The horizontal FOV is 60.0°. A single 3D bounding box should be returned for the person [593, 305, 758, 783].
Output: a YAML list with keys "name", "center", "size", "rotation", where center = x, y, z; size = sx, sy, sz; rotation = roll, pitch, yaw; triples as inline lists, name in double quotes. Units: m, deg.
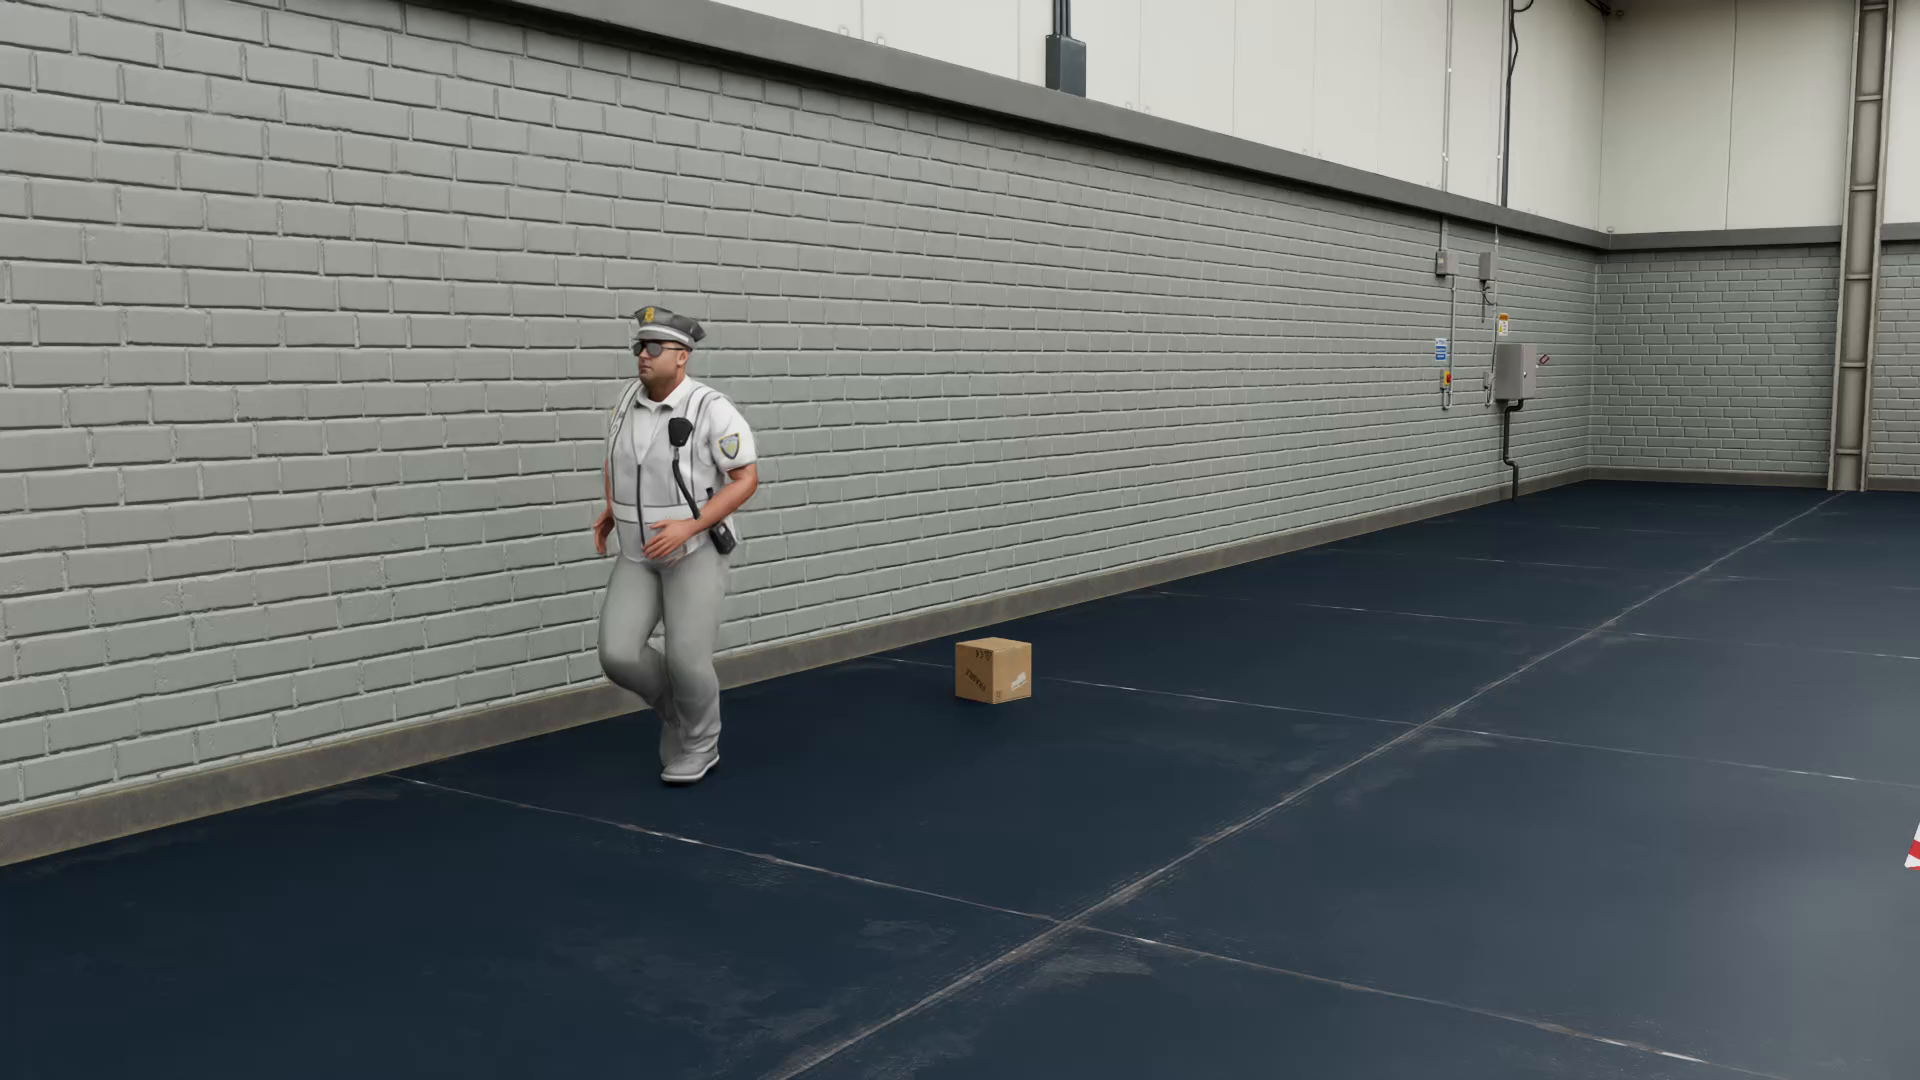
- name: "person"
  center: [-1.045, 0.028, 6.028]
  size: [0.701, 1.726, 0.529]
  rotation: [3, 7, 24]
